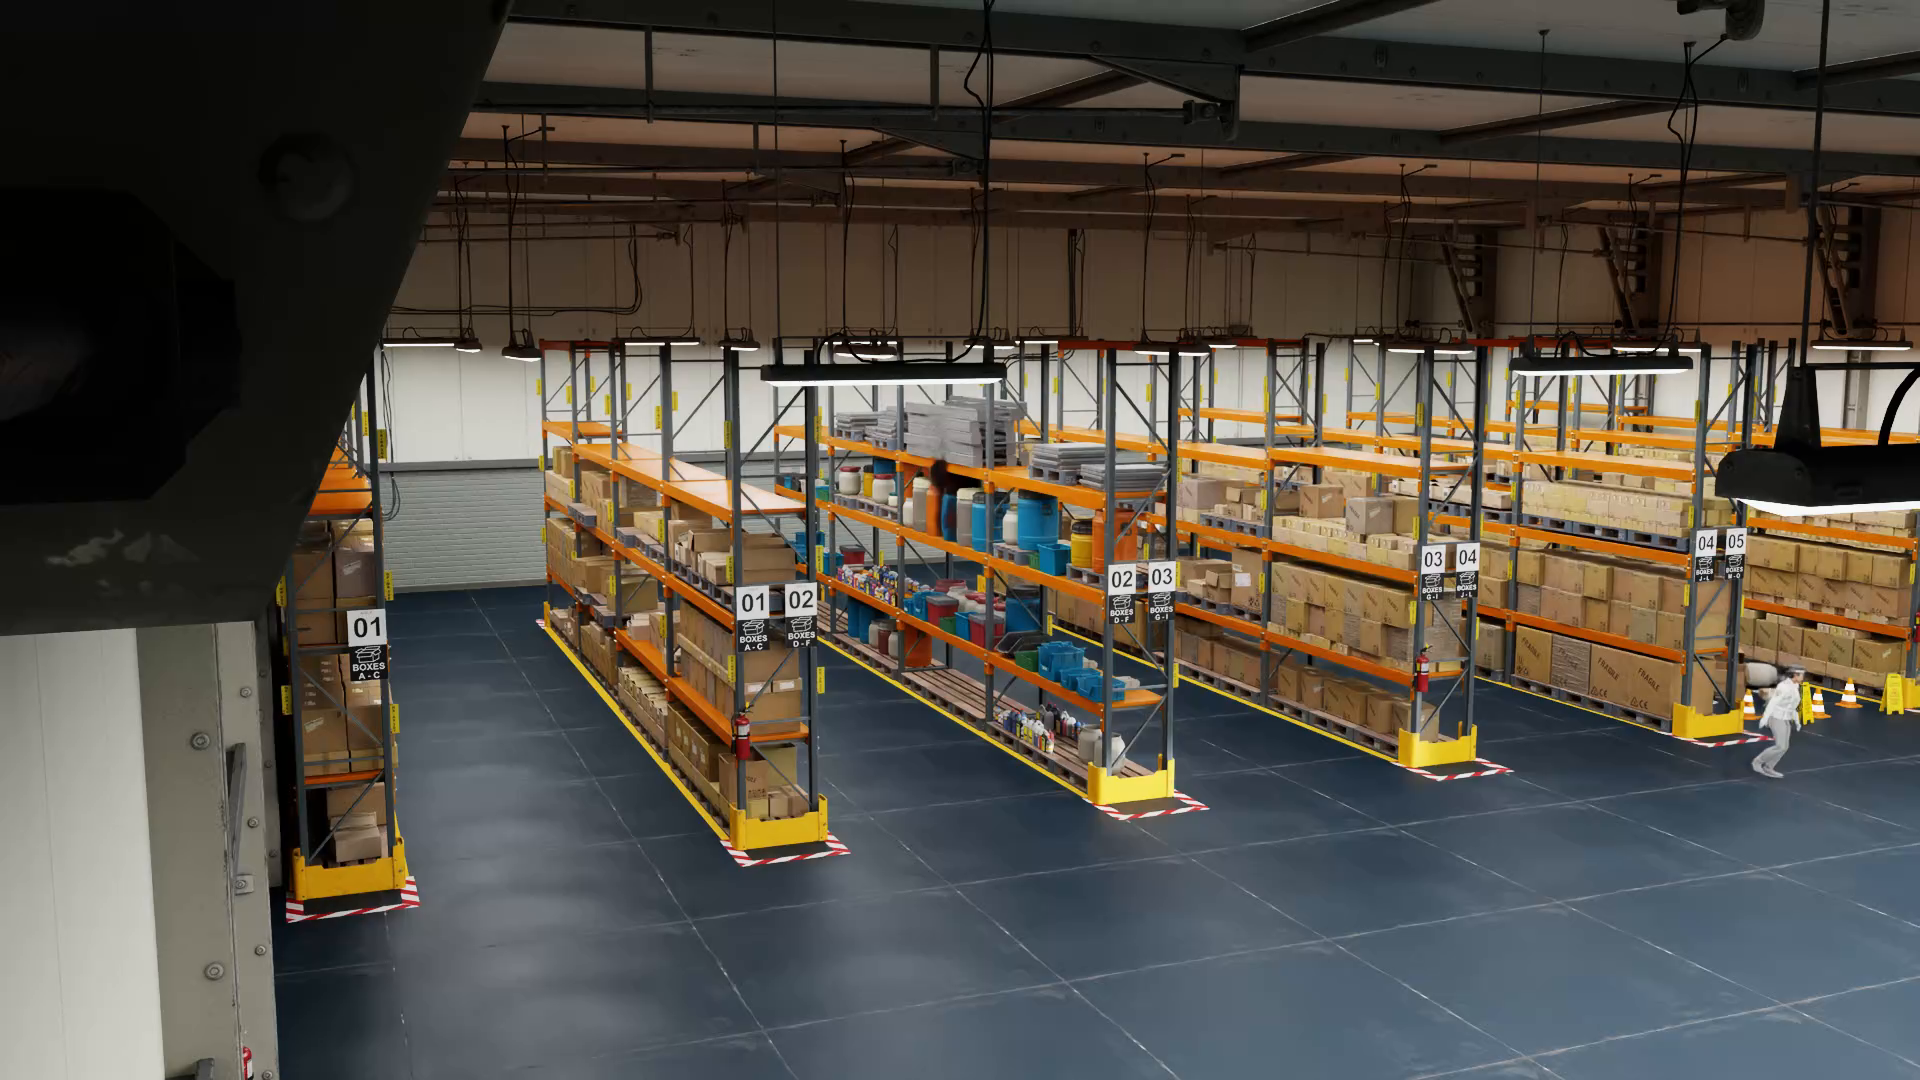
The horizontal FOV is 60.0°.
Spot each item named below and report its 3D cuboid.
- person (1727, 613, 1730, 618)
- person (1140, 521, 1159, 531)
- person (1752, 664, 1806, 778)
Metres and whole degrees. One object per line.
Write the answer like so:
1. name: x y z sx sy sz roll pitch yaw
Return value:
1. person: 15.578 1.084 33.564 0.648 1.758 0.960 -4 8 -26
2. person: 4.626 0.154 40.932 0.680 1.818 0.778 5 9 36
3. person: 11.430 2.521 23.215 0.574 1.621 0.616 7 10 43
